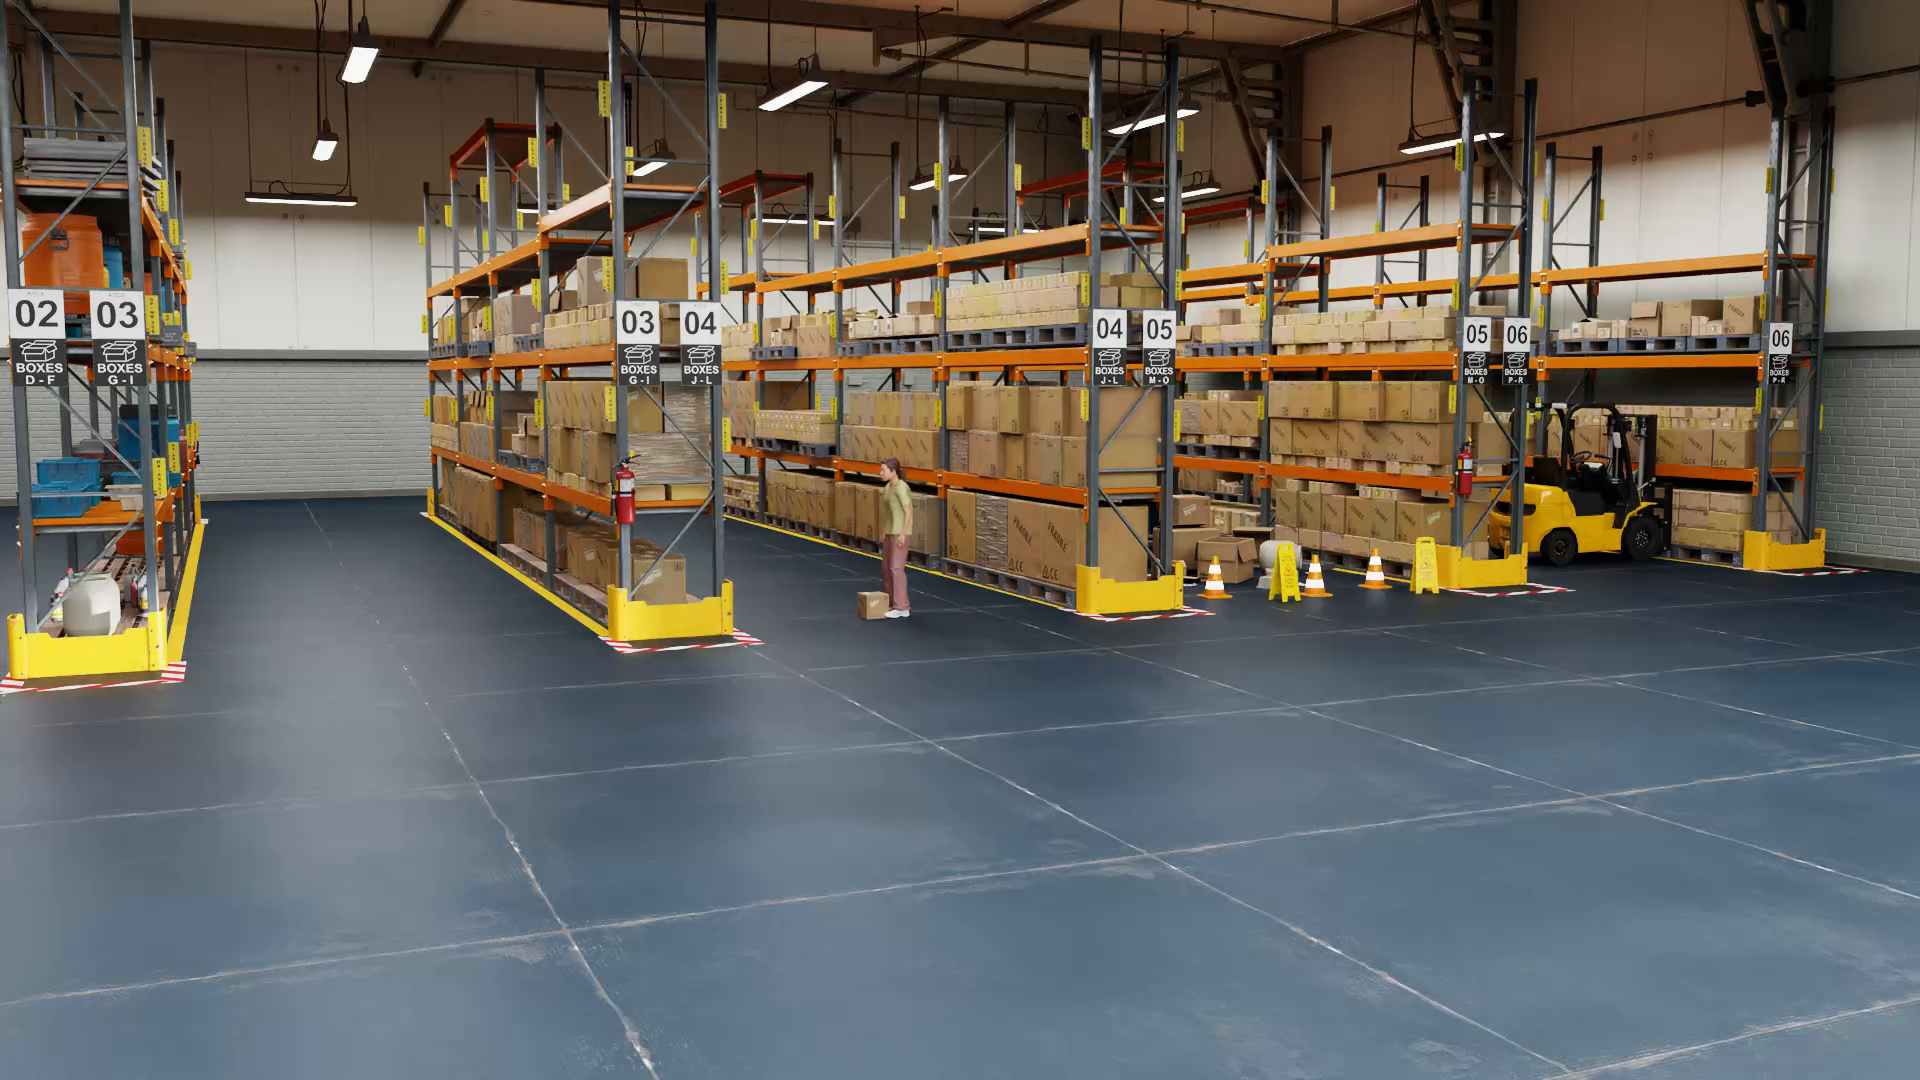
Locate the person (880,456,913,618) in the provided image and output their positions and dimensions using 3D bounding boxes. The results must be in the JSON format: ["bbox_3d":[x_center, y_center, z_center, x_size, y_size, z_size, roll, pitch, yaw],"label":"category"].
[{"bbox_3d":[-0.683,-0.038,17.364,0.359,1.673,0.499,-2,6,-23],"label":"person"}]
